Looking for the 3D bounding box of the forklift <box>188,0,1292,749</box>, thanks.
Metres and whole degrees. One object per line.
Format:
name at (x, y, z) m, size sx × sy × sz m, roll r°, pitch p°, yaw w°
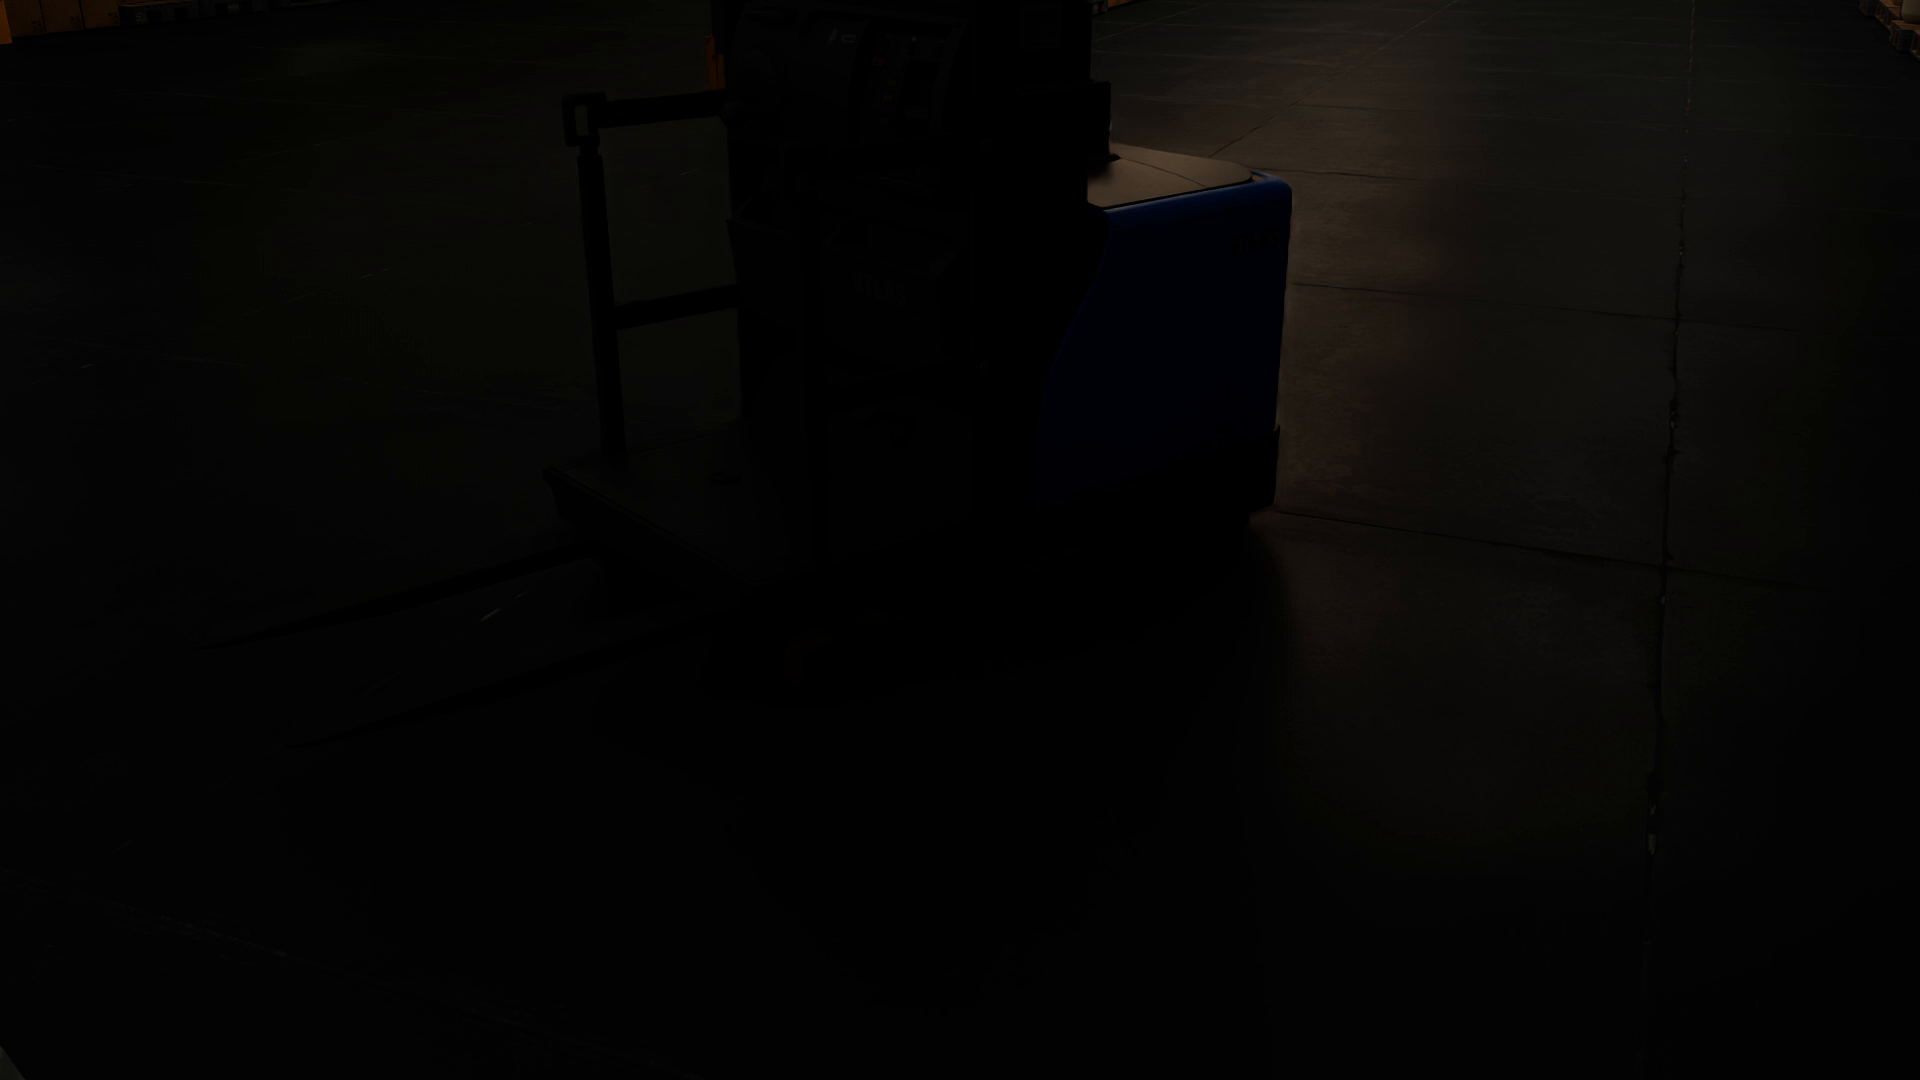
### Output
forklift at (-0.466, -1.189, 4.138) m, size 3.031 × 2.935 × 1.130 m, roll -18°, pitch 29°, yaw -37°
